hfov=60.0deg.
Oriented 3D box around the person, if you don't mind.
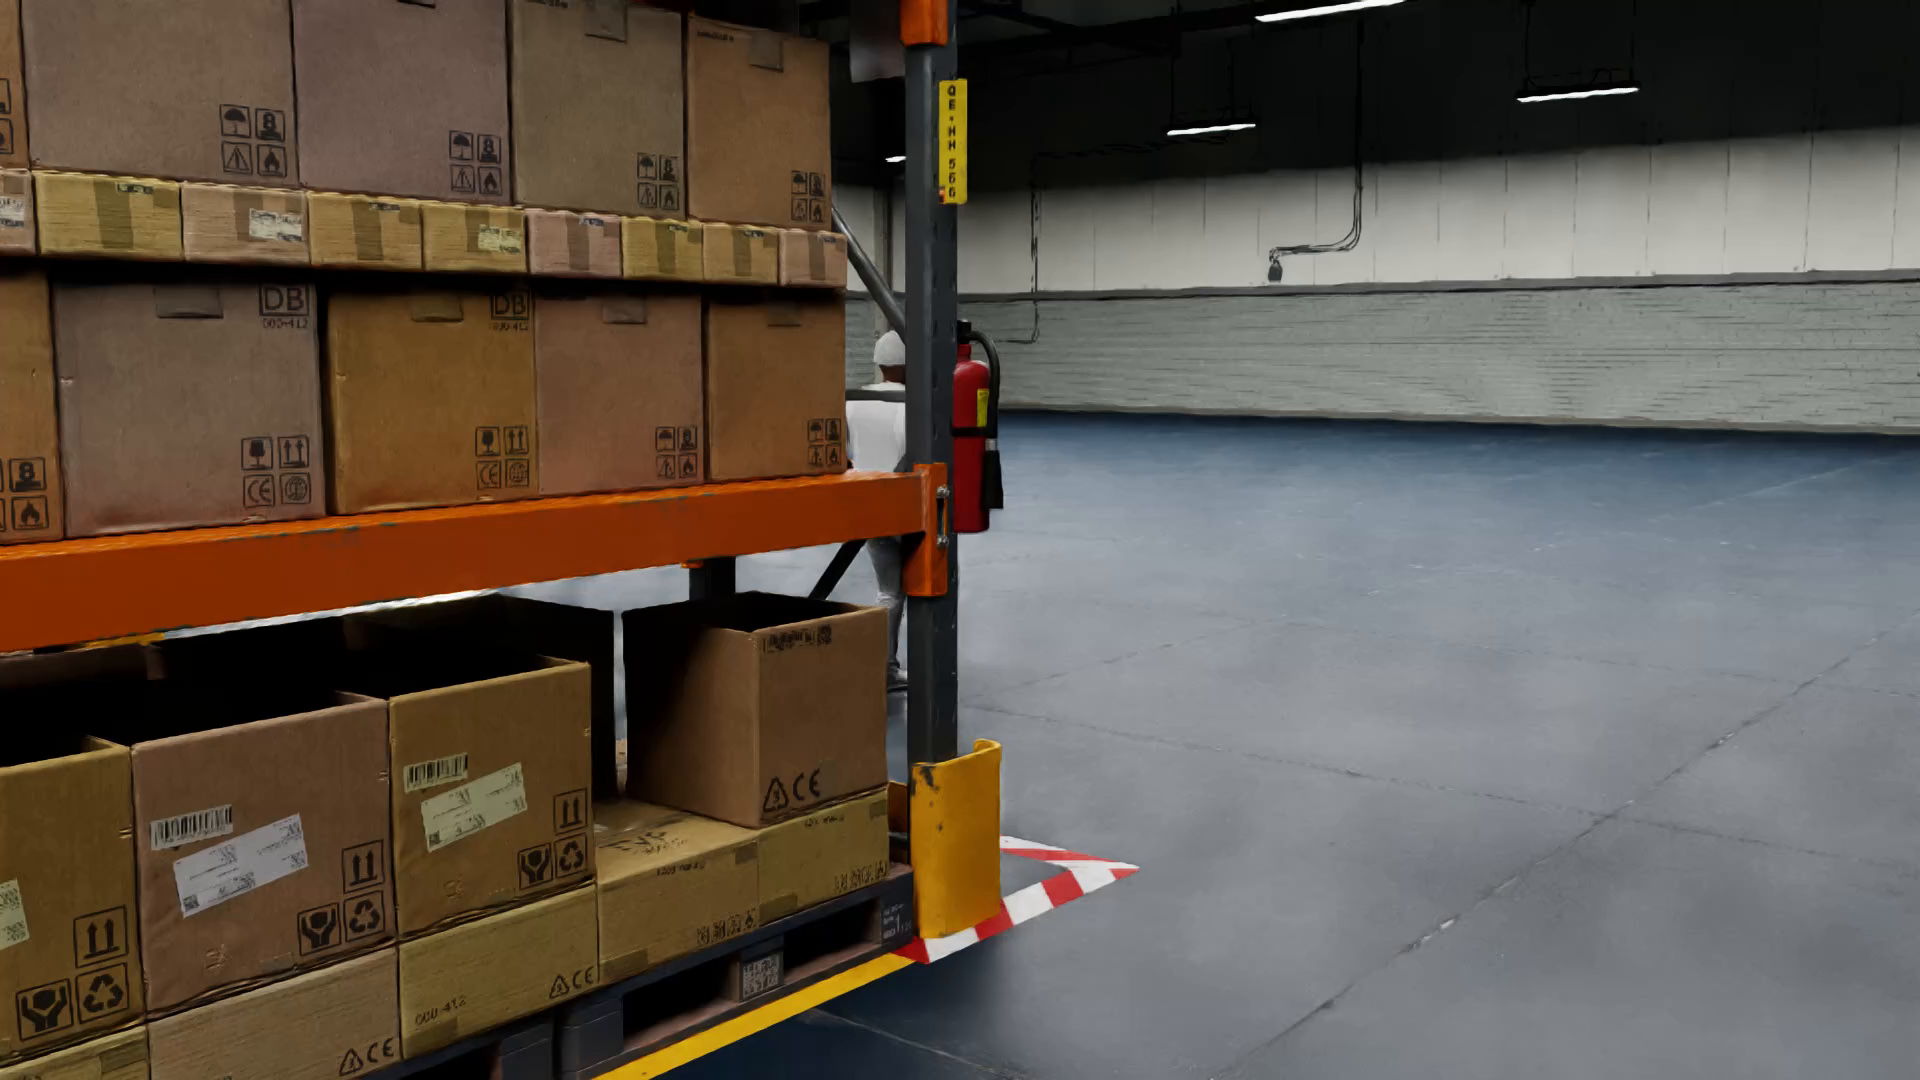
[{"bbox_3d":[-0.300,-0.137,7.947,0.739,1.731,0.531,3,7,24],"label":"person"}]
